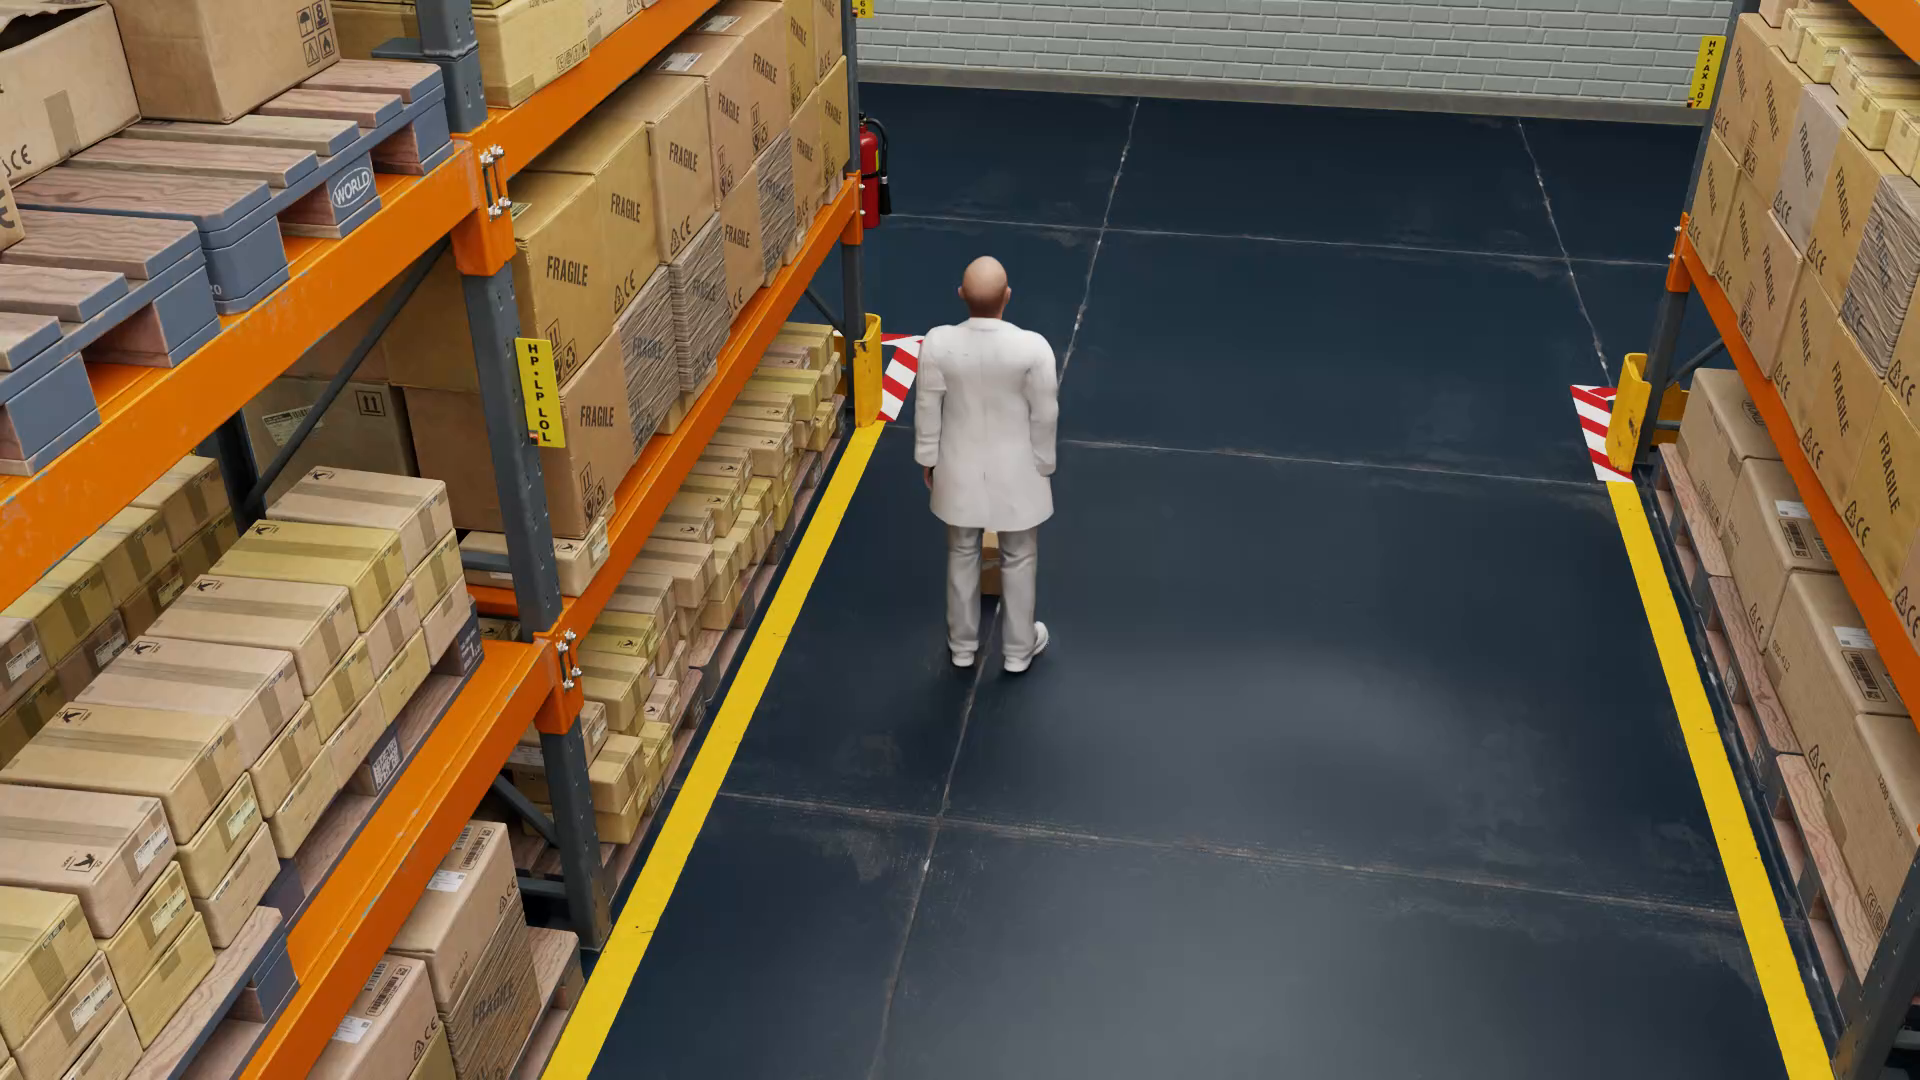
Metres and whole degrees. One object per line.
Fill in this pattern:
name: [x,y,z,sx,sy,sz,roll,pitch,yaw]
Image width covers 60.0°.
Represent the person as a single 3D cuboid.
person: [0.103,-0.295,6.627,0.578,1.789,0.385,5,32,8]
